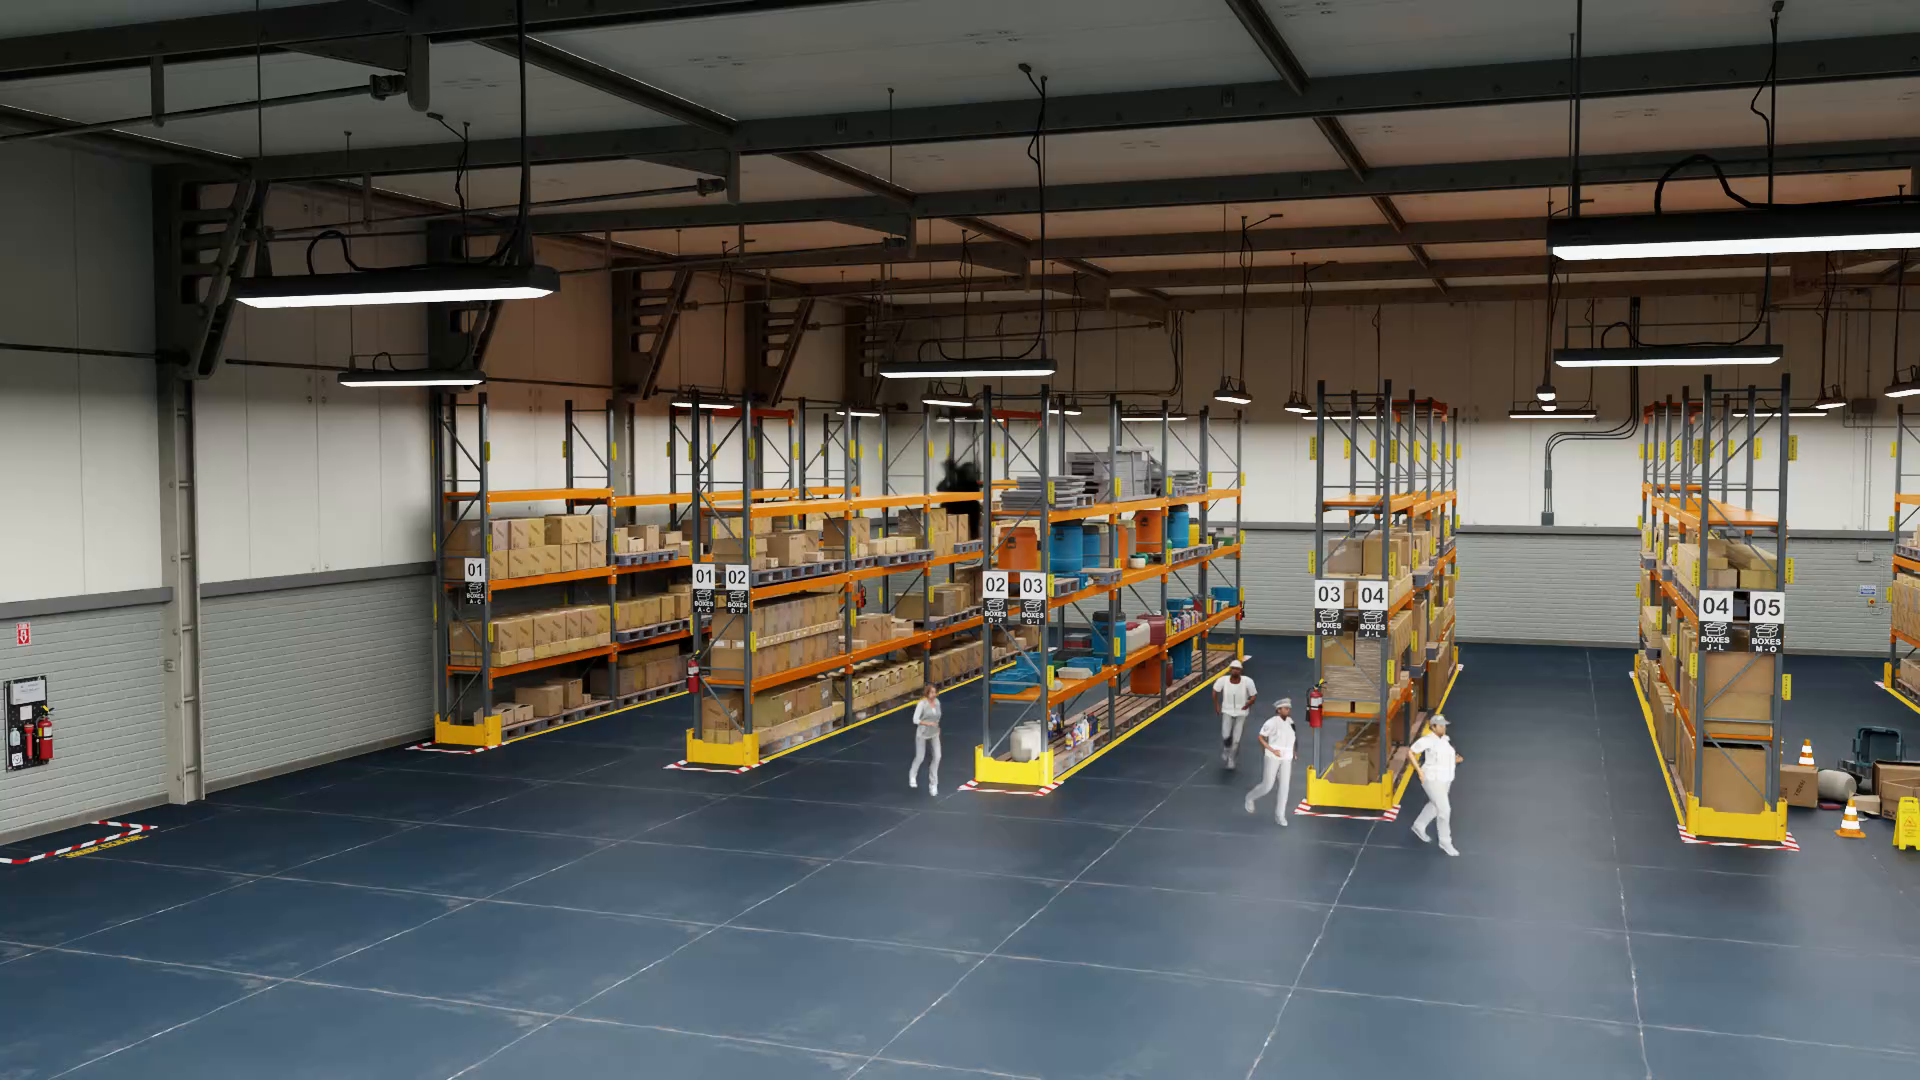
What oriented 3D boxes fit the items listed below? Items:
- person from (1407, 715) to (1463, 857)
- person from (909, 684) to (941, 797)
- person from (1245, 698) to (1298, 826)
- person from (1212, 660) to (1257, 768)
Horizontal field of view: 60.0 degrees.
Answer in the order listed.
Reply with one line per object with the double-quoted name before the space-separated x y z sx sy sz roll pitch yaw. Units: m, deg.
"person" 5.988 3.051 20.895 0.589 1.712 0.809 -2 4 -39
"person" -0.491 2.916 24.420 0.516 1.640 0.779 -1 3 -25
"person" 4.333 2.966 22.545 0.652 1.652 0.892 -1 3 -21
"person" 4.320 2.745 26.187 0.705 1.718 0.556 1 3 10
